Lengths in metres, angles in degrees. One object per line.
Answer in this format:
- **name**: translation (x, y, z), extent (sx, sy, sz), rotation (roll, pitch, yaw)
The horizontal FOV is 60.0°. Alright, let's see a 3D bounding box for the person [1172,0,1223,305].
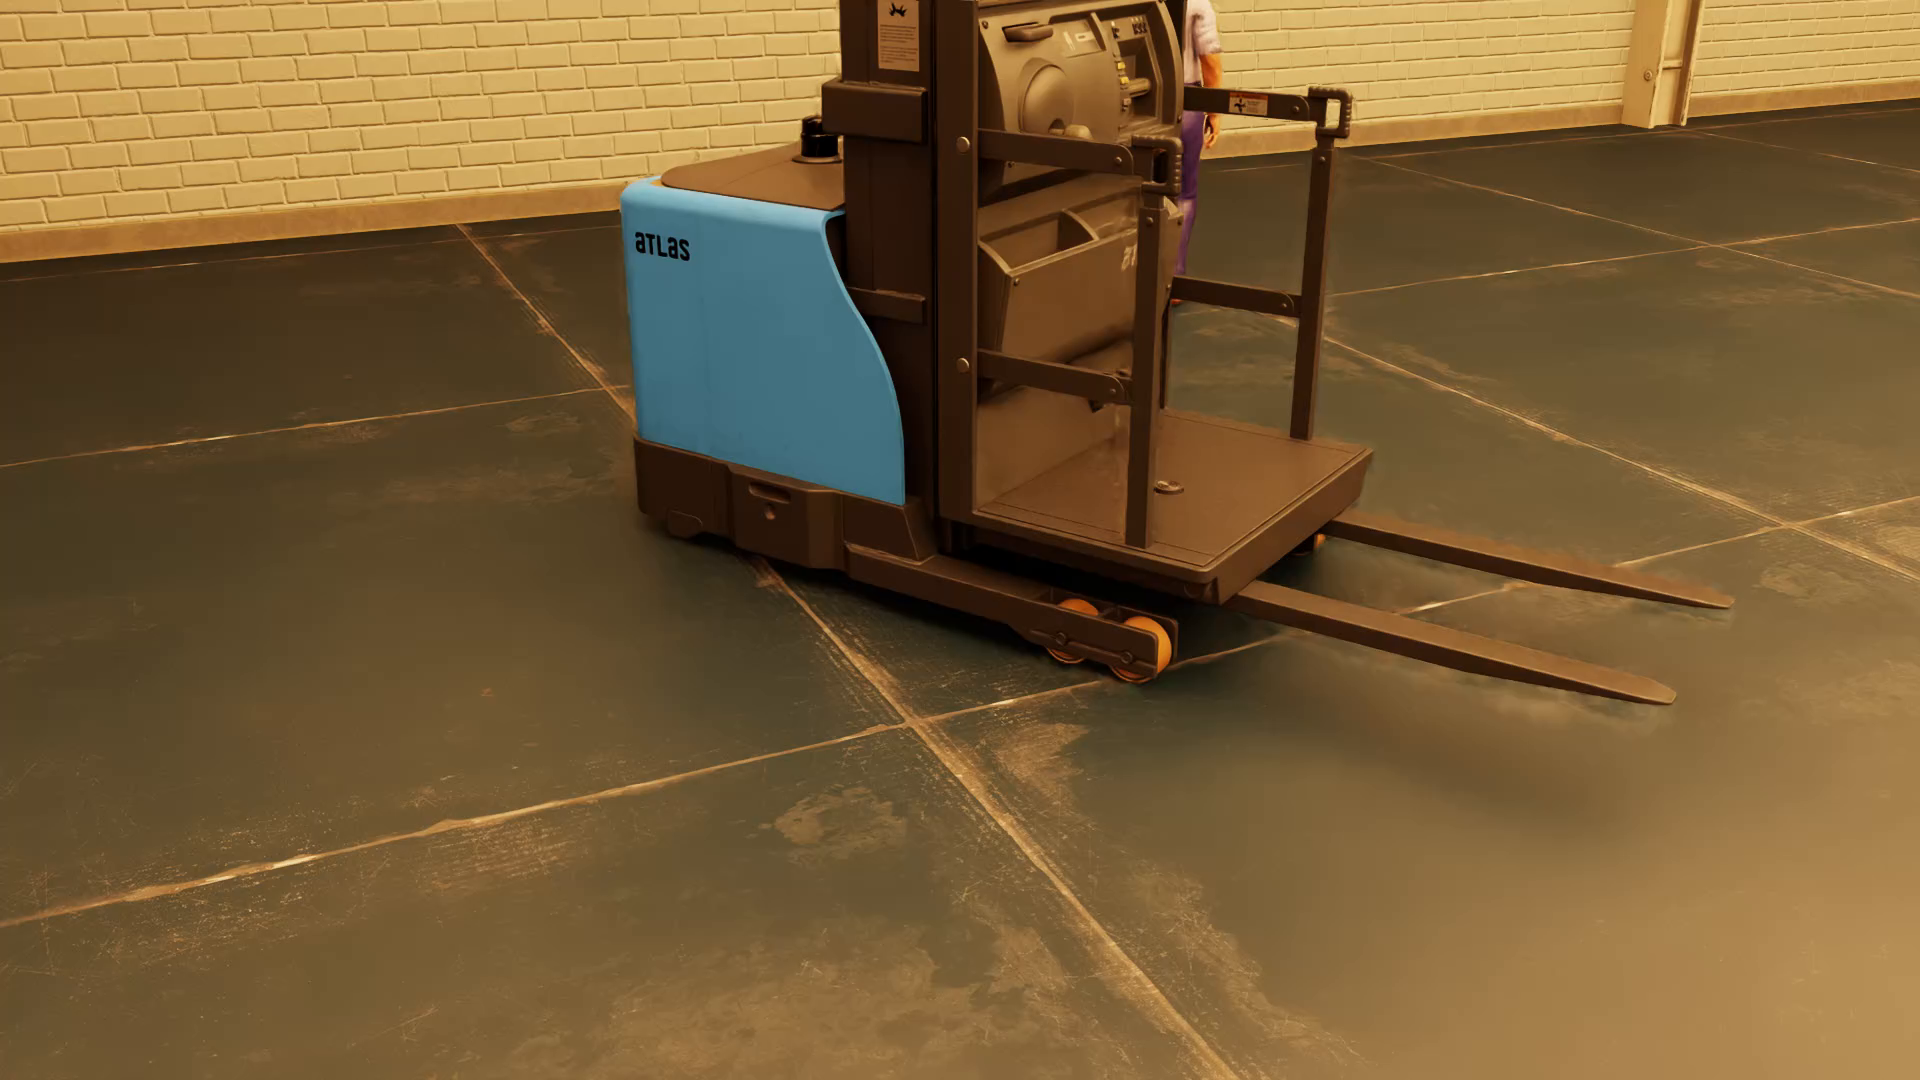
- **person**: translation (0.913, -1.916, 7.637), extent (0.581, 1.678, 0.492), rotation (7, 24, 17)

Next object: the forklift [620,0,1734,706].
- **forklift**: translation (0.504, -1.221, 4.226), extent (3.031, 2.935, 1.130), rotation (15, 27, 31)
